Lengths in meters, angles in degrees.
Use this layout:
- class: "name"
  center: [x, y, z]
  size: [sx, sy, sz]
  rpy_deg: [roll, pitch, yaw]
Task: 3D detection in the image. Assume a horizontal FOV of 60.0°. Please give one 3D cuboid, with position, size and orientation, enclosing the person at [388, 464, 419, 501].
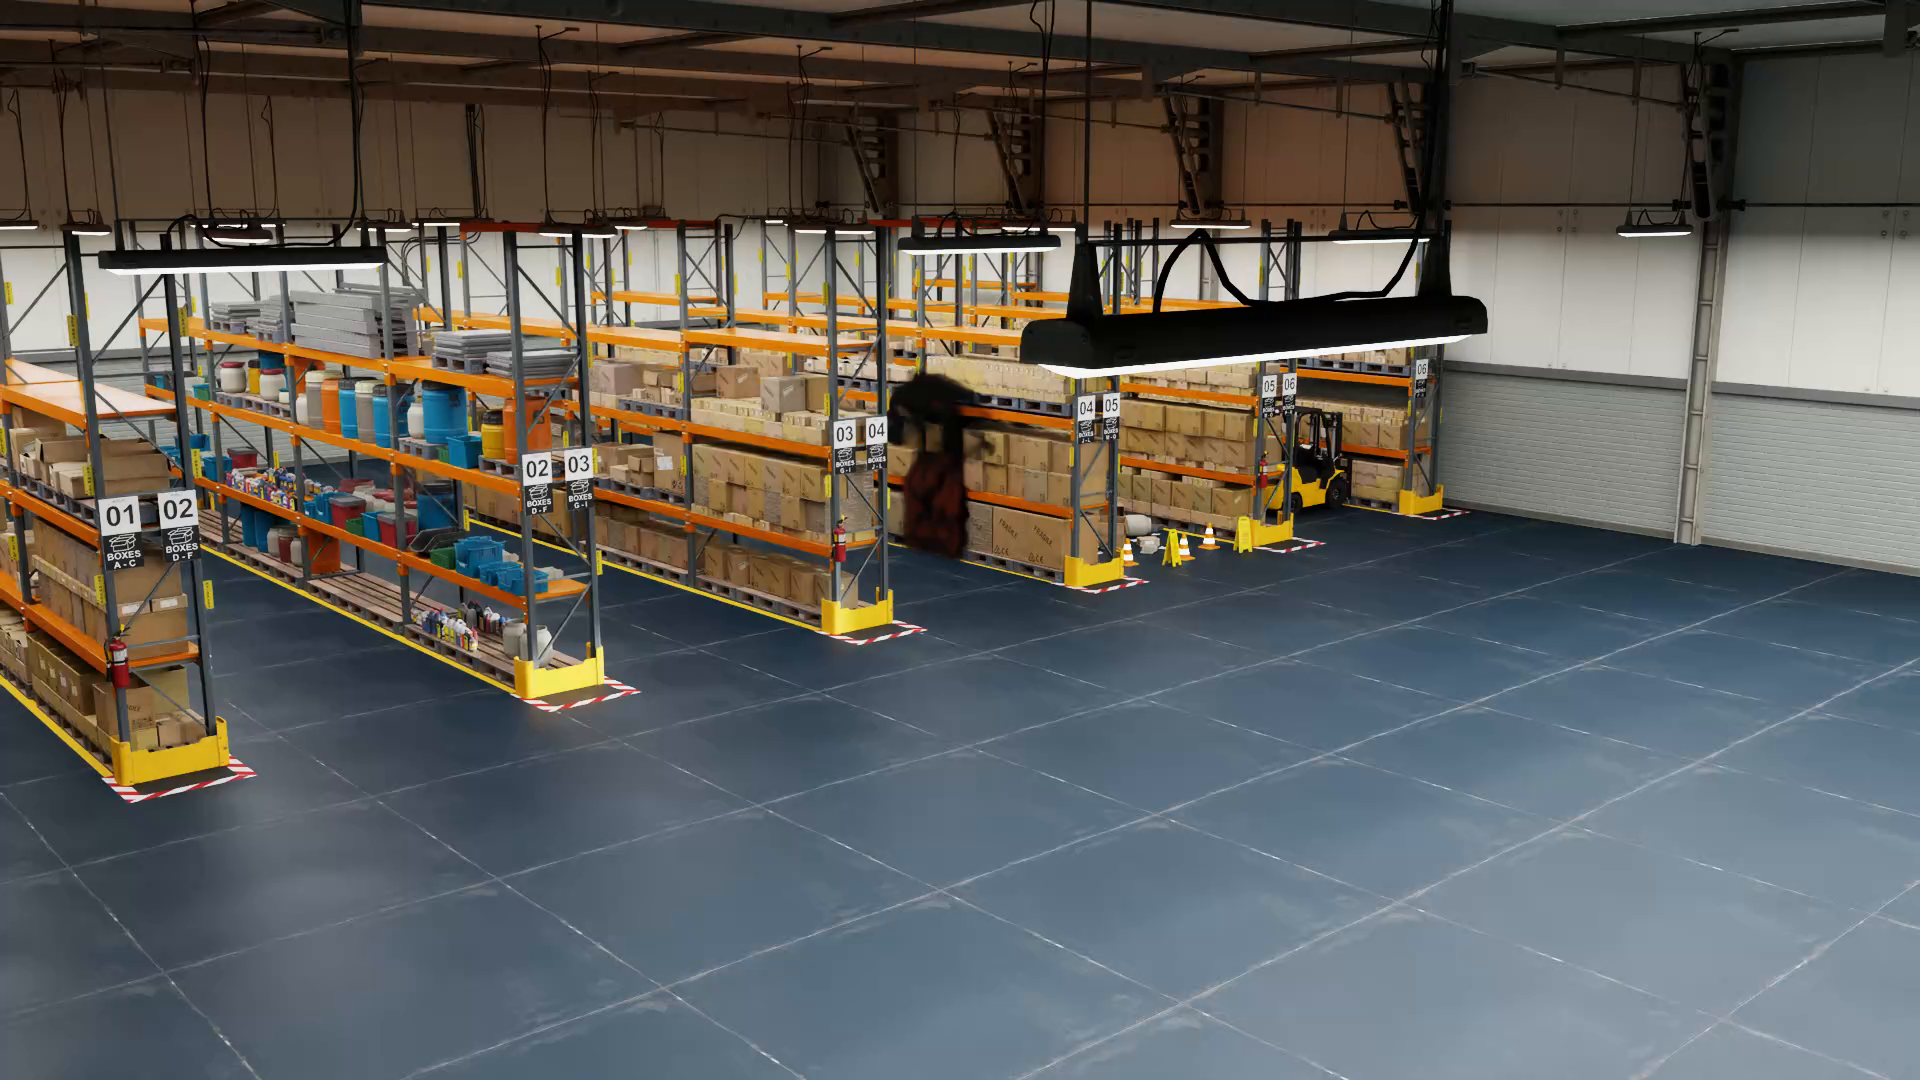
- class: "person"
  center: [-10.310, -0.728, 30.984]
  size: [0.870, 1.791, 0.733]
  rpy_deg: [8, 14, 34]
